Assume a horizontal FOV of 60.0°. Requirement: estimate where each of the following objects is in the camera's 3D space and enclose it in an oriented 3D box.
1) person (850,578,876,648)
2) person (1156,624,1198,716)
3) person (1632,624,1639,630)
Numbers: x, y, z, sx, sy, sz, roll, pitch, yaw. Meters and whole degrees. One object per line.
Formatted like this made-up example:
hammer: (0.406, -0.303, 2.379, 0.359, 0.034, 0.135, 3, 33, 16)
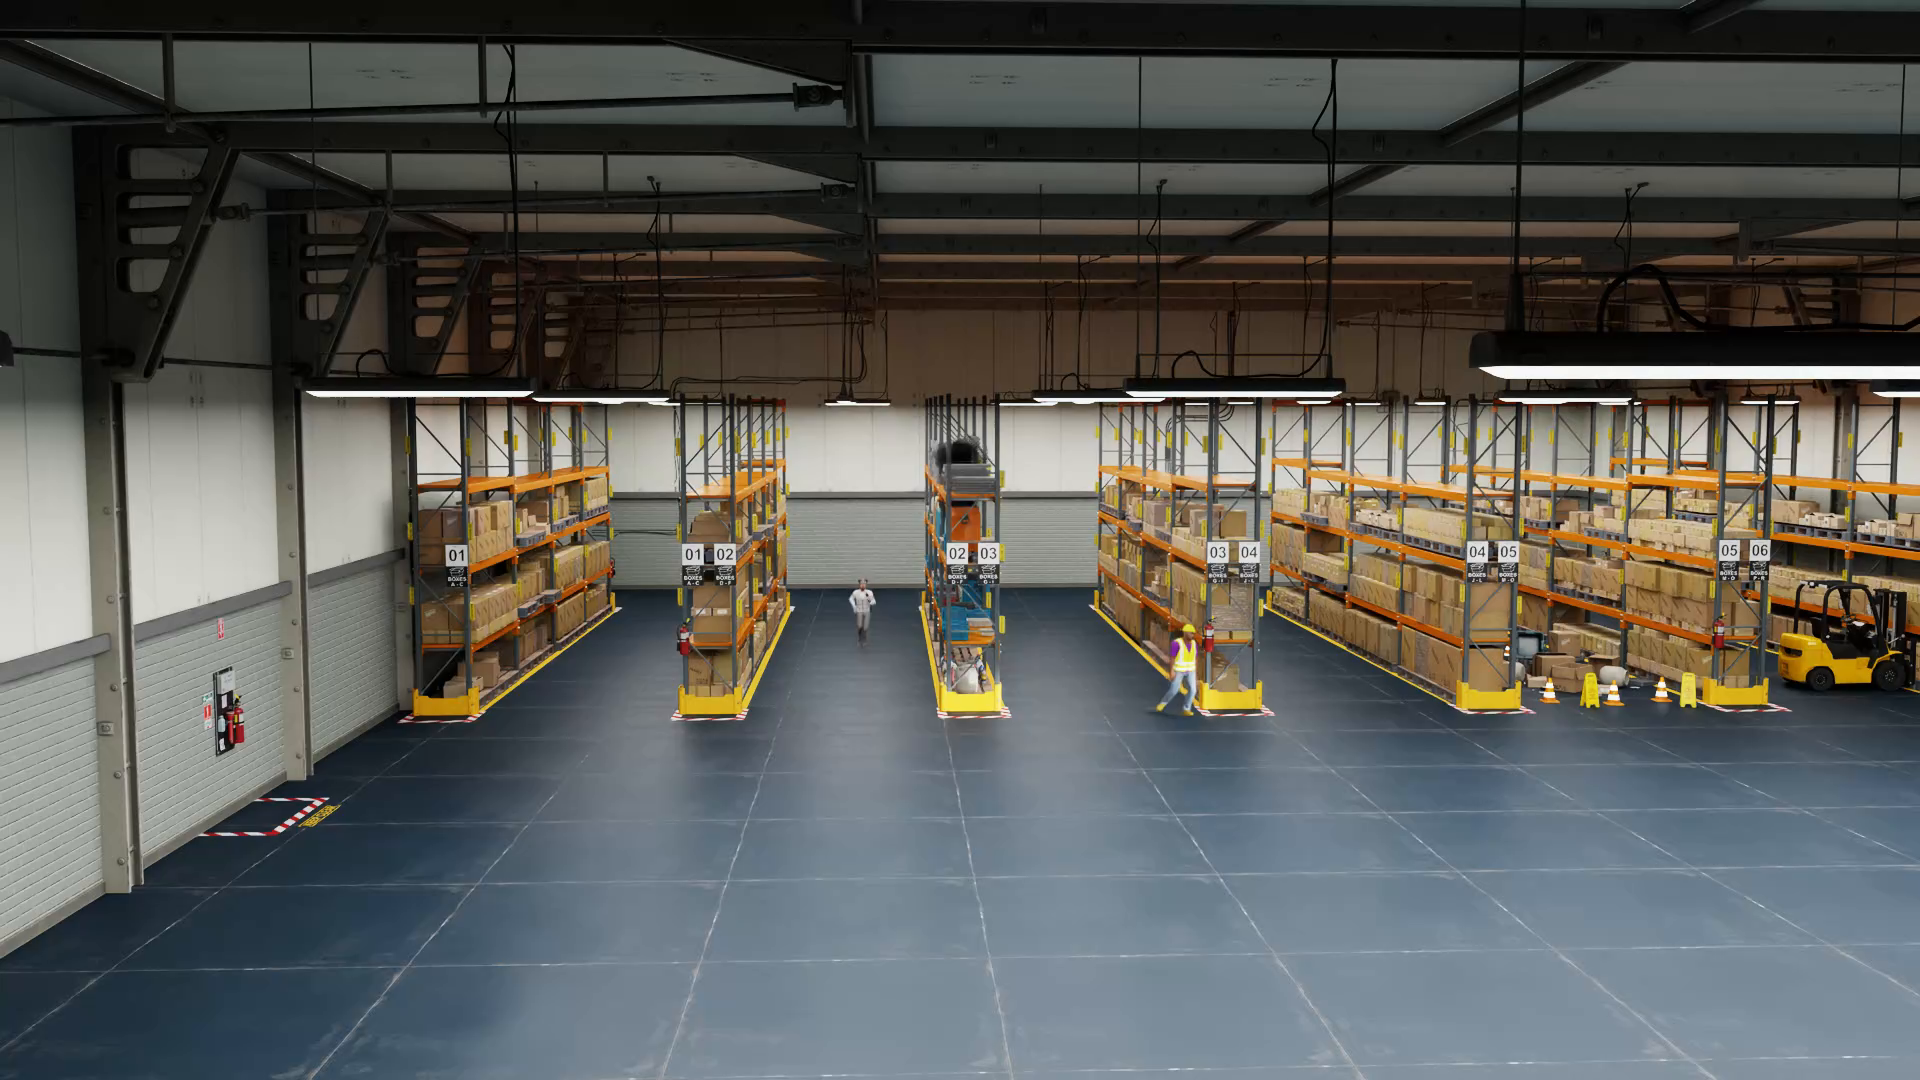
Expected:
person: (-2.321, 1.746, 39.753, 0.623, 1.679, 0.645, 0, 5, -3)
person: (4.067, 2.408, 31.022, 0.729, 1.714, 0.658, -2, 5, -19)
person: (17.629, 1.553, 42.586, 0.582, 1.633, 0.965, -2, 5, -20)
